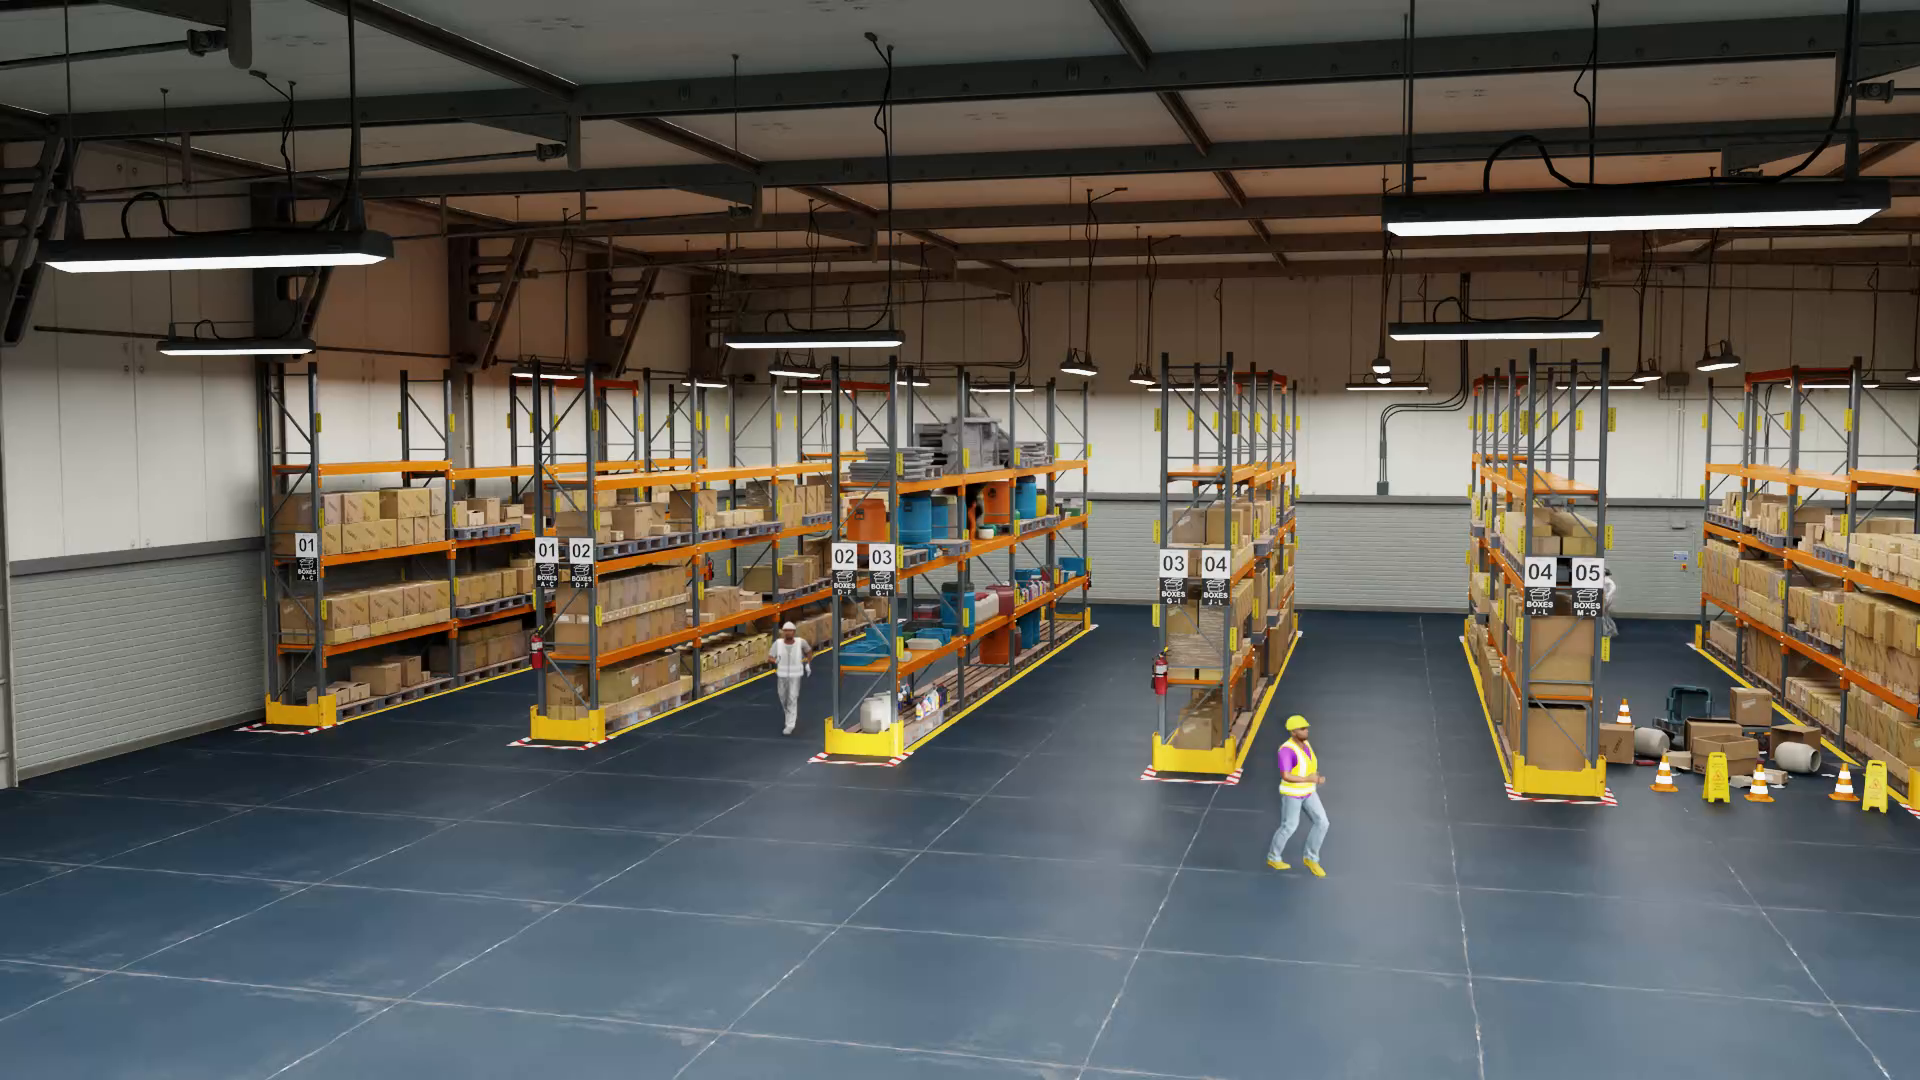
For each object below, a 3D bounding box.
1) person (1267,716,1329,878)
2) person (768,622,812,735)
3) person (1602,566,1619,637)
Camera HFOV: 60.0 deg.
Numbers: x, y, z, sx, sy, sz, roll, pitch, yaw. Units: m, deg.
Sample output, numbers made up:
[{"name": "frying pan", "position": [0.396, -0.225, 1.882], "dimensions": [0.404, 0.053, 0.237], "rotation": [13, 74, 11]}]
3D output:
[{"name": "person", "position": [3.739, 2.826, 18.334], "dimensions": [0.682, 1.796, 0.747], "rotation": [-4, 6, -43]}, {"name": "person", "position": [-2.753, 2.194, 26.842], "dimensions": [0.685, 1.765, 0.984], "rotation": [0, 4, 3]}, {"name": "person", "position": [14.983, 1.453, 38.693], "dimensions": [0.676, 1.720, 0.639], "rotation": [2, 4, 22]}]
